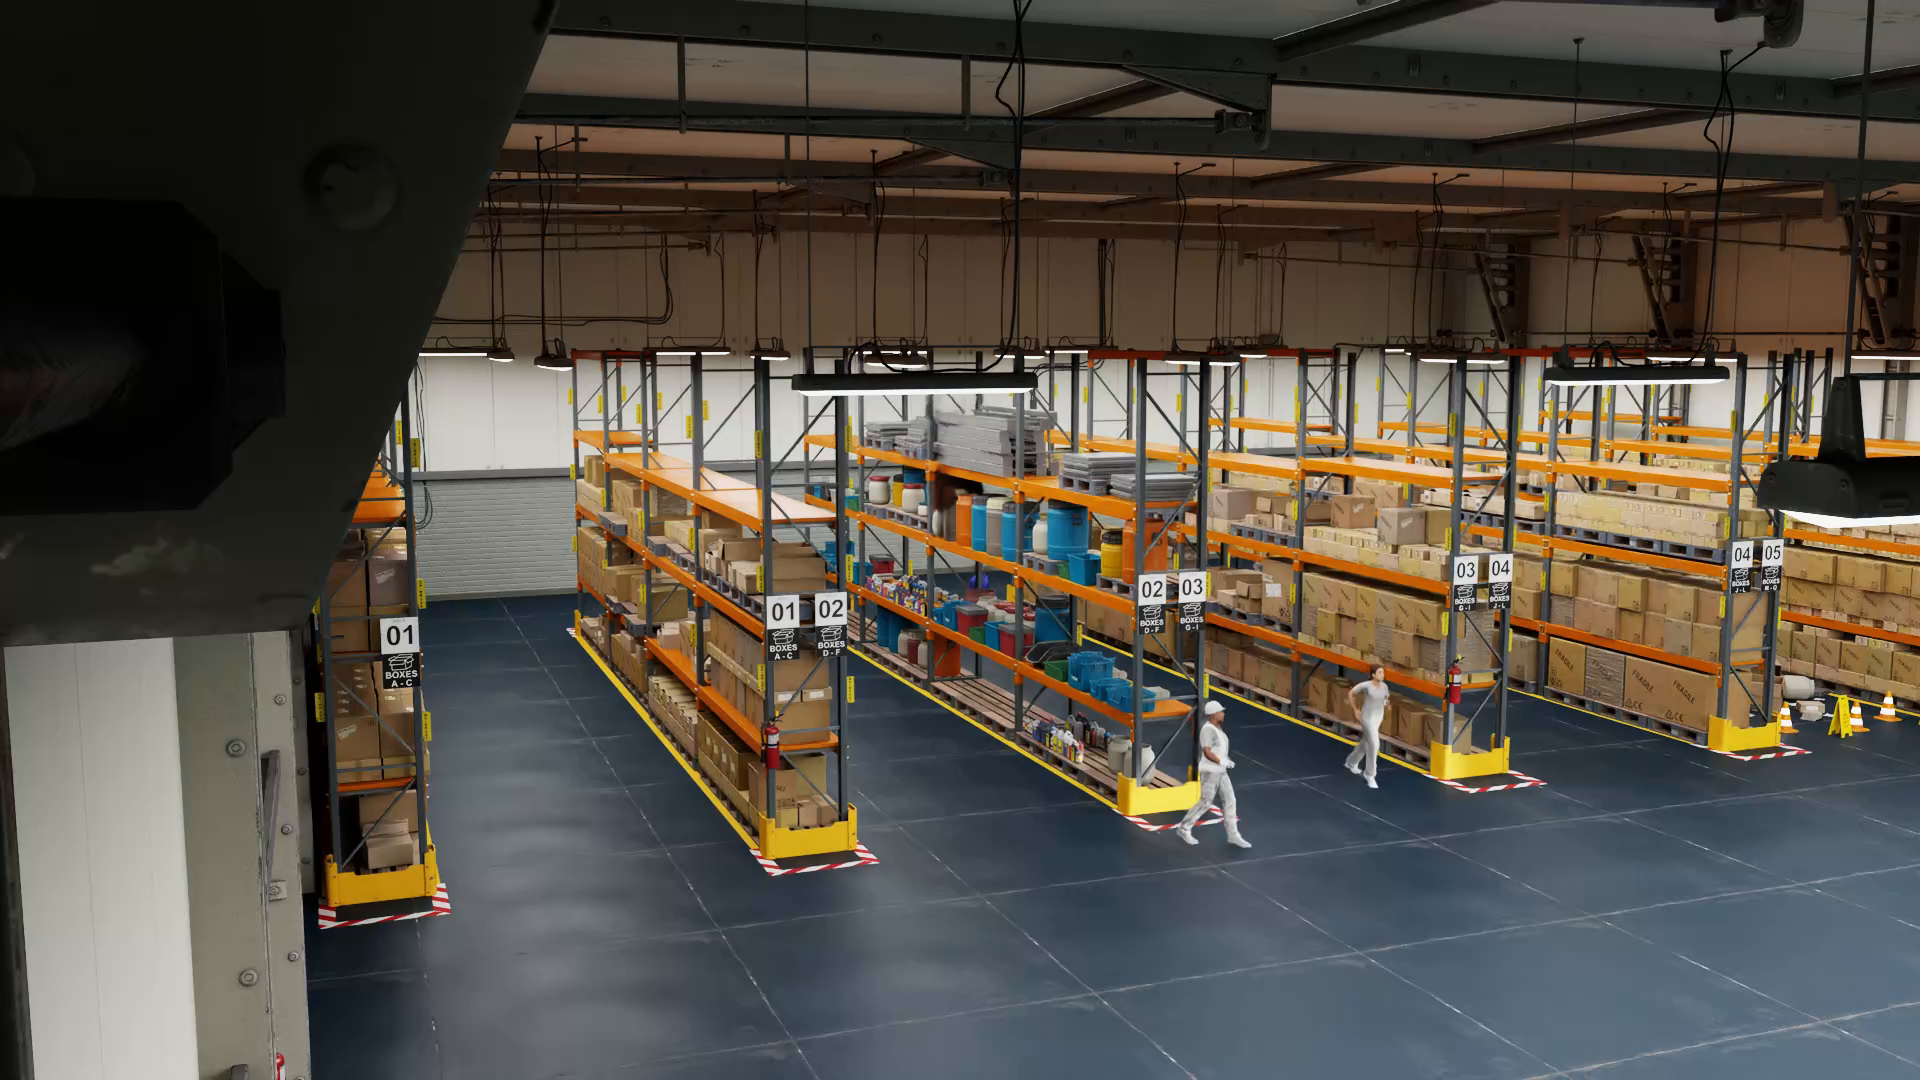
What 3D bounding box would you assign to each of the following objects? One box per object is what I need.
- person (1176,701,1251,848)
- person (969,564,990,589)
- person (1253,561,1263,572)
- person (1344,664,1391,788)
[{"bbox_3d":[3.209,2.879,20.592,0.888,1.761,0.742,3,8,21],"label":"person"},{"bbox_3d":[0.429,1.292,34.115,0.579,1.659,0.802,-4,8,-31],"label":"person"},{"bbox_3d":[7.491,0.343,41.242,0.769,1.717,0.963,-6,9,-39],"label":"person"},{"bbox_3d":[5.819,2.591,23.614,0.573,1.709,0.789,-4,8,-32],"label":"person"}]
